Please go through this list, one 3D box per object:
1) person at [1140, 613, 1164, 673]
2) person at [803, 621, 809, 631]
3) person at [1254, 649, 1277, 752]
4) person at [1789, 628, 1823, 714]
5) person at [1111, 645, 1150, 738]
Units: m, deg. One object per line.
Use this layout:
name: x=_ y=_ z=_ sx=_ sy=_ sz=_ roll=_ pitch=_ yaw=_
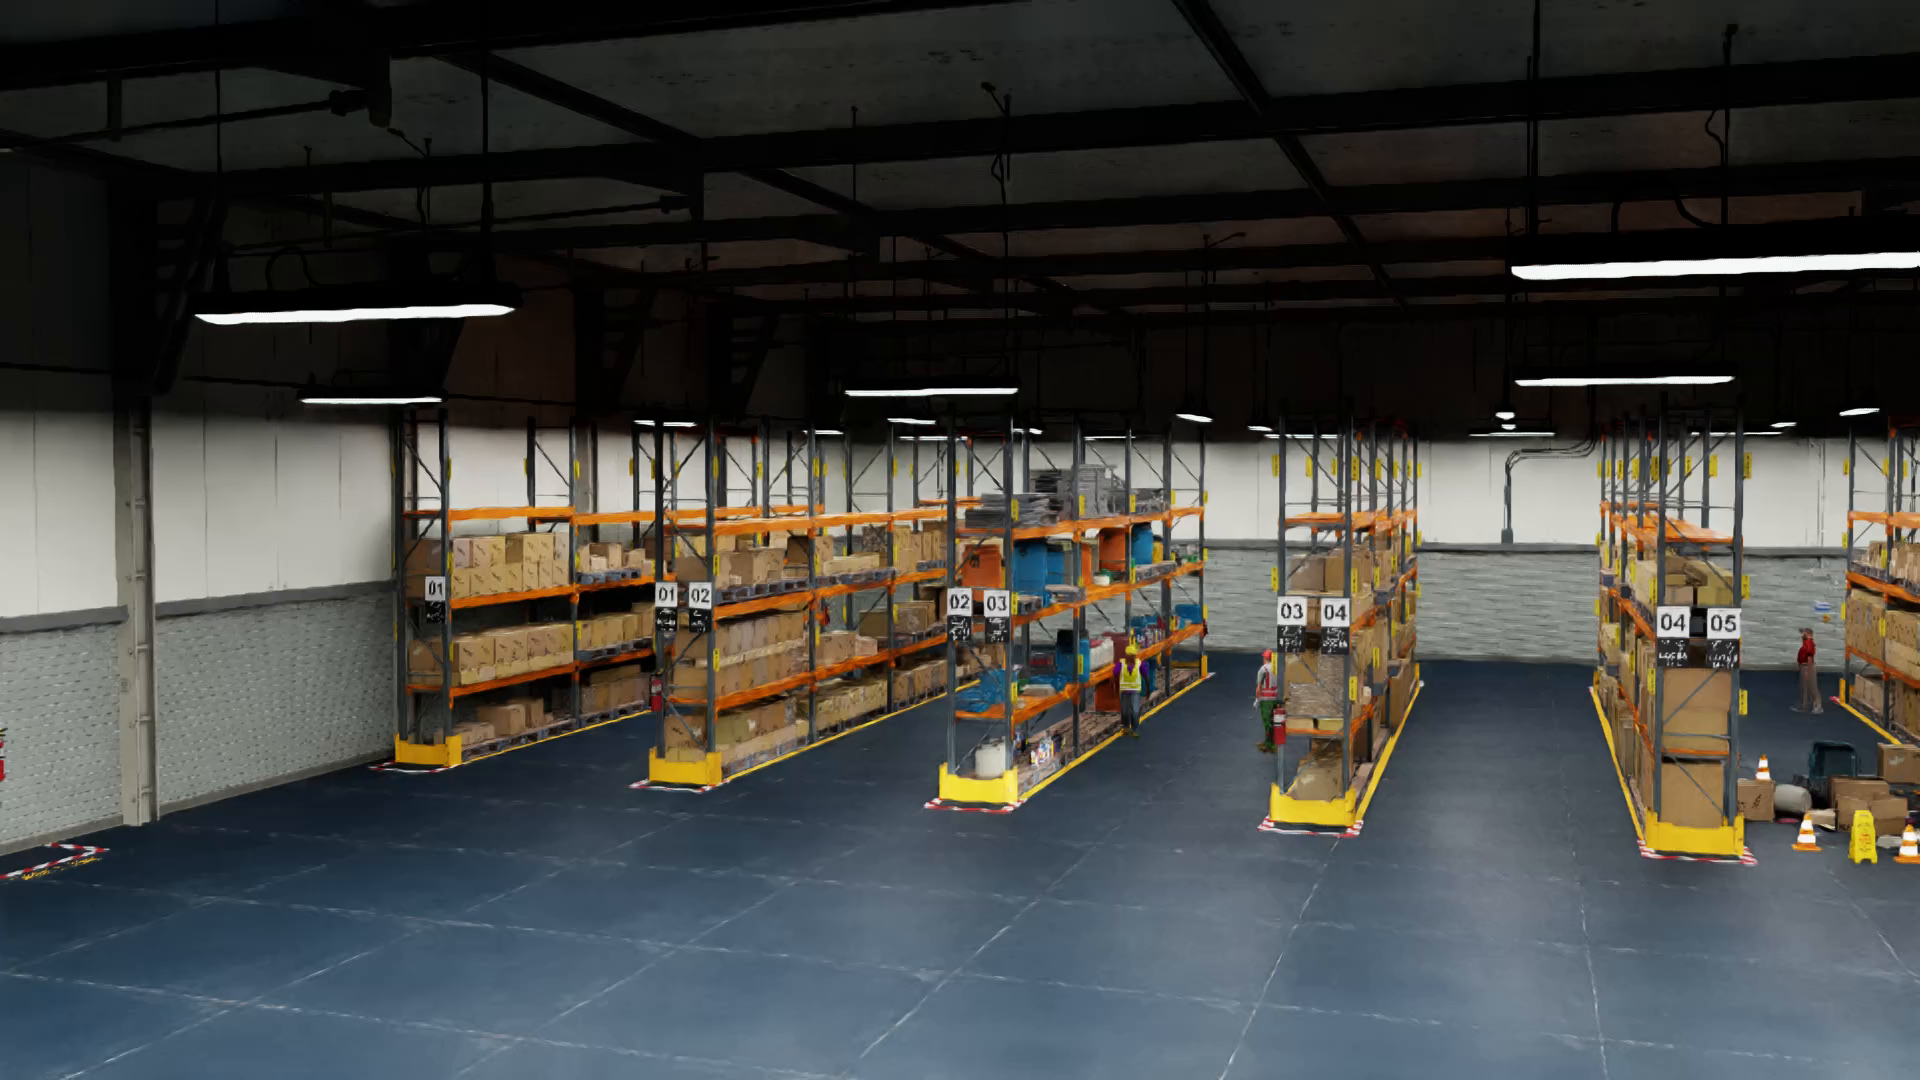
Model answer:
person: x=4.413 y=2.512 z=39.075 sx=0.521 sy=1.622 sz=0.946 roll=2 pitch=3 yaw=41
person: x=-4.211 y=2.243 z=44.659 sx=0.697 sy=1.670 sz=0.555 roll=-2 pitch=3 yaw=-36
person: x=5.453 y=2.827 z=29.522 sx=0.655 sy=1.785 sz=0.577 roll=-2 pitch=3 yaw=-42
person: x=17.398 y=2.670 z=34.162 sx=0.595 sy=1.715 sz=0.728 roll=1 pitch=3 yaw=22
person: x=3.200 y=2.805 z=31.123 sx=0.712 sy=1.731 sz=0.695 roll=0 pitch=2 yaw=10
